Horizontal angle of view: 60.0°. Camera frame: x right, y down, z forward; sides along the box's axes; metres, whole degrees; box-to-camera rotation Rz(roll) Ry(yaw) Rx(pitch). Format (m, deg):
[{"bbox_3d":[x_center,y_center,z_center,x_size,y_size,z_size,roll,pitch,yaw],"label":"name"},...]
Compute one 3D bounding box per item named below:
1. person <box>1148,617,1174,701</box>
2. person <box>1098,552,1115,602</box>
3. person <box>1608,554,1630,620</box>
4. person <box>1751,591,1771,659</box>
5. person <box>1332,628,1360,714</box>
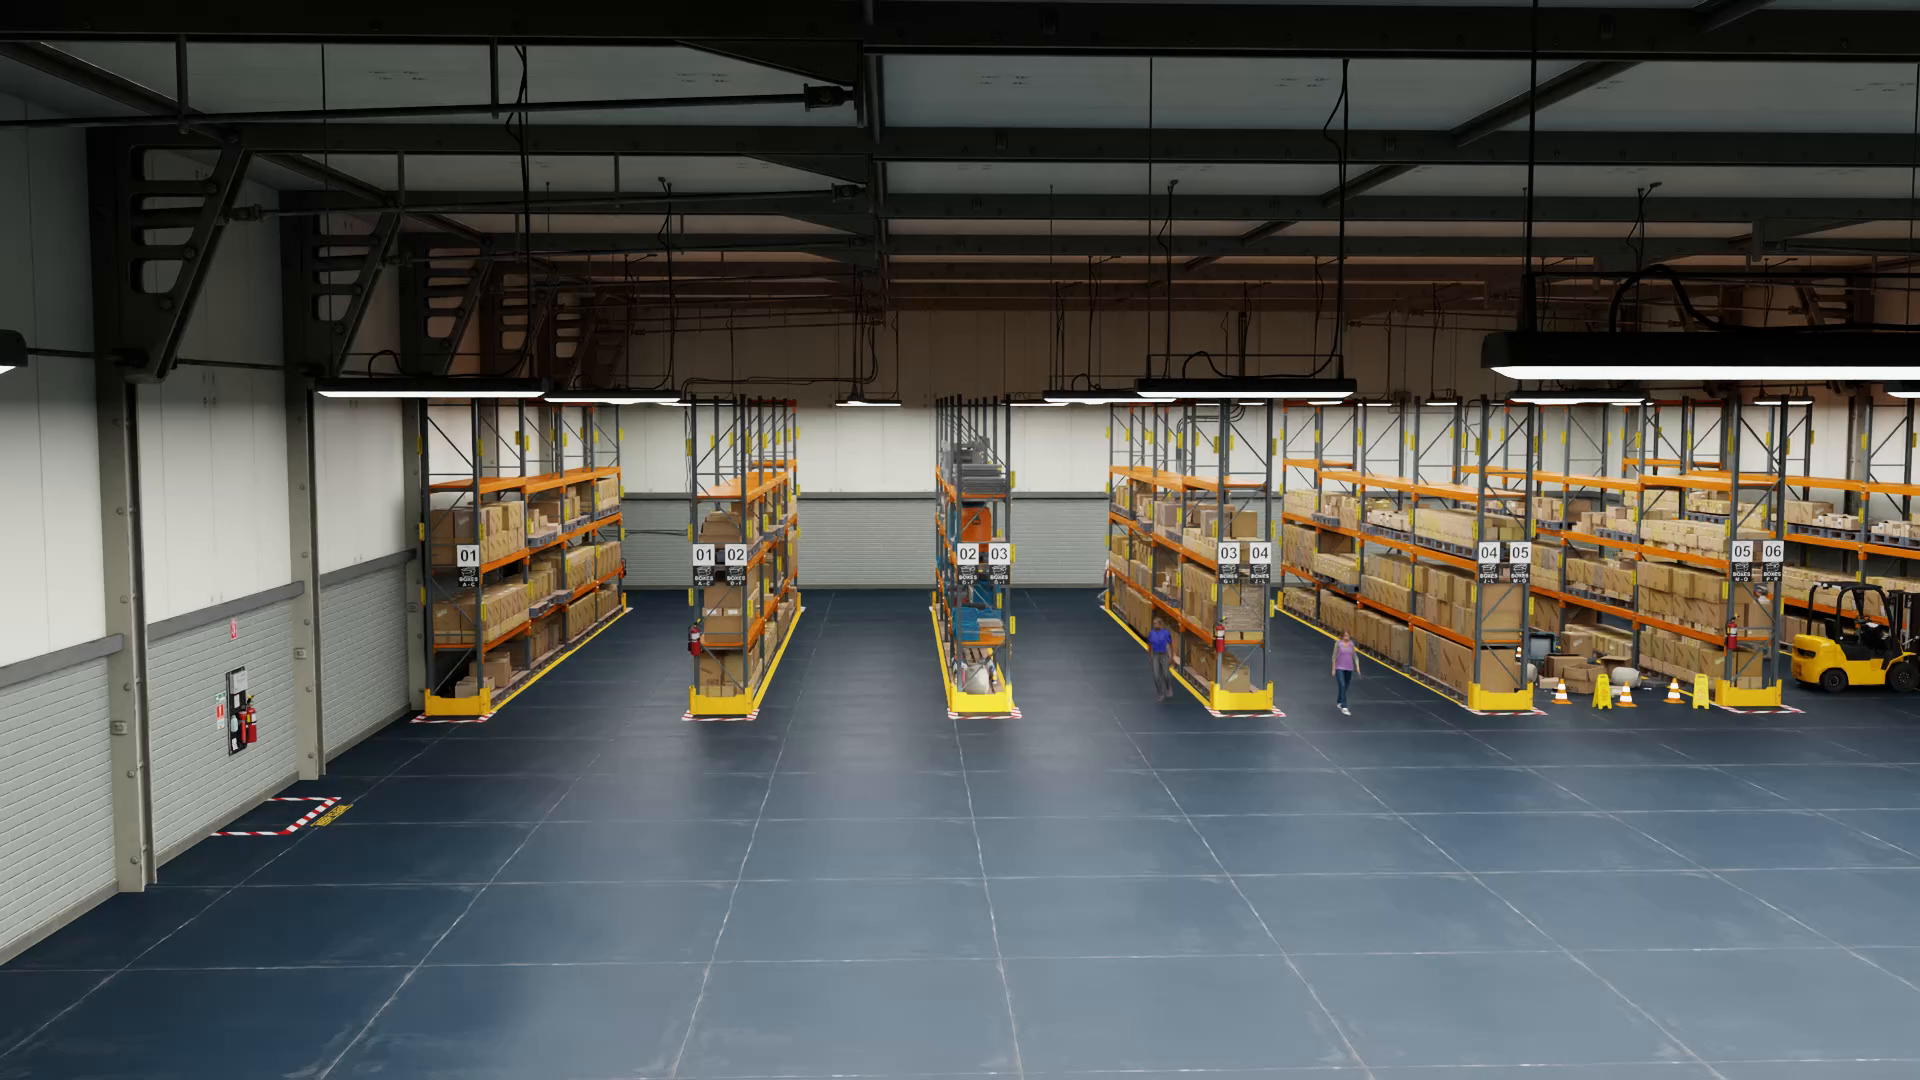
[{"bbox_3d":[3.969,2.335,32.852,0.522,1.626,0.469,1,5,18],"label":"person"},{"bbox_3d":[4.497,1.088,48.987,1.037,1.544,0.425,2,5,28],"label":"person"},{"bbox_3d":[17.965,1.280,45.111,0.582,1.771,0.595,-3,5,-33],"label":"person"},{"bbox_3d":[18.425,1.921,38.152,0.461,1.683,0.667,-1,5,-16],"label":"person"},{"bbox_3d":[7.285,2.454,31.388,0.465,1.578,0.712,-1,5,-10],"label":"person"}]
